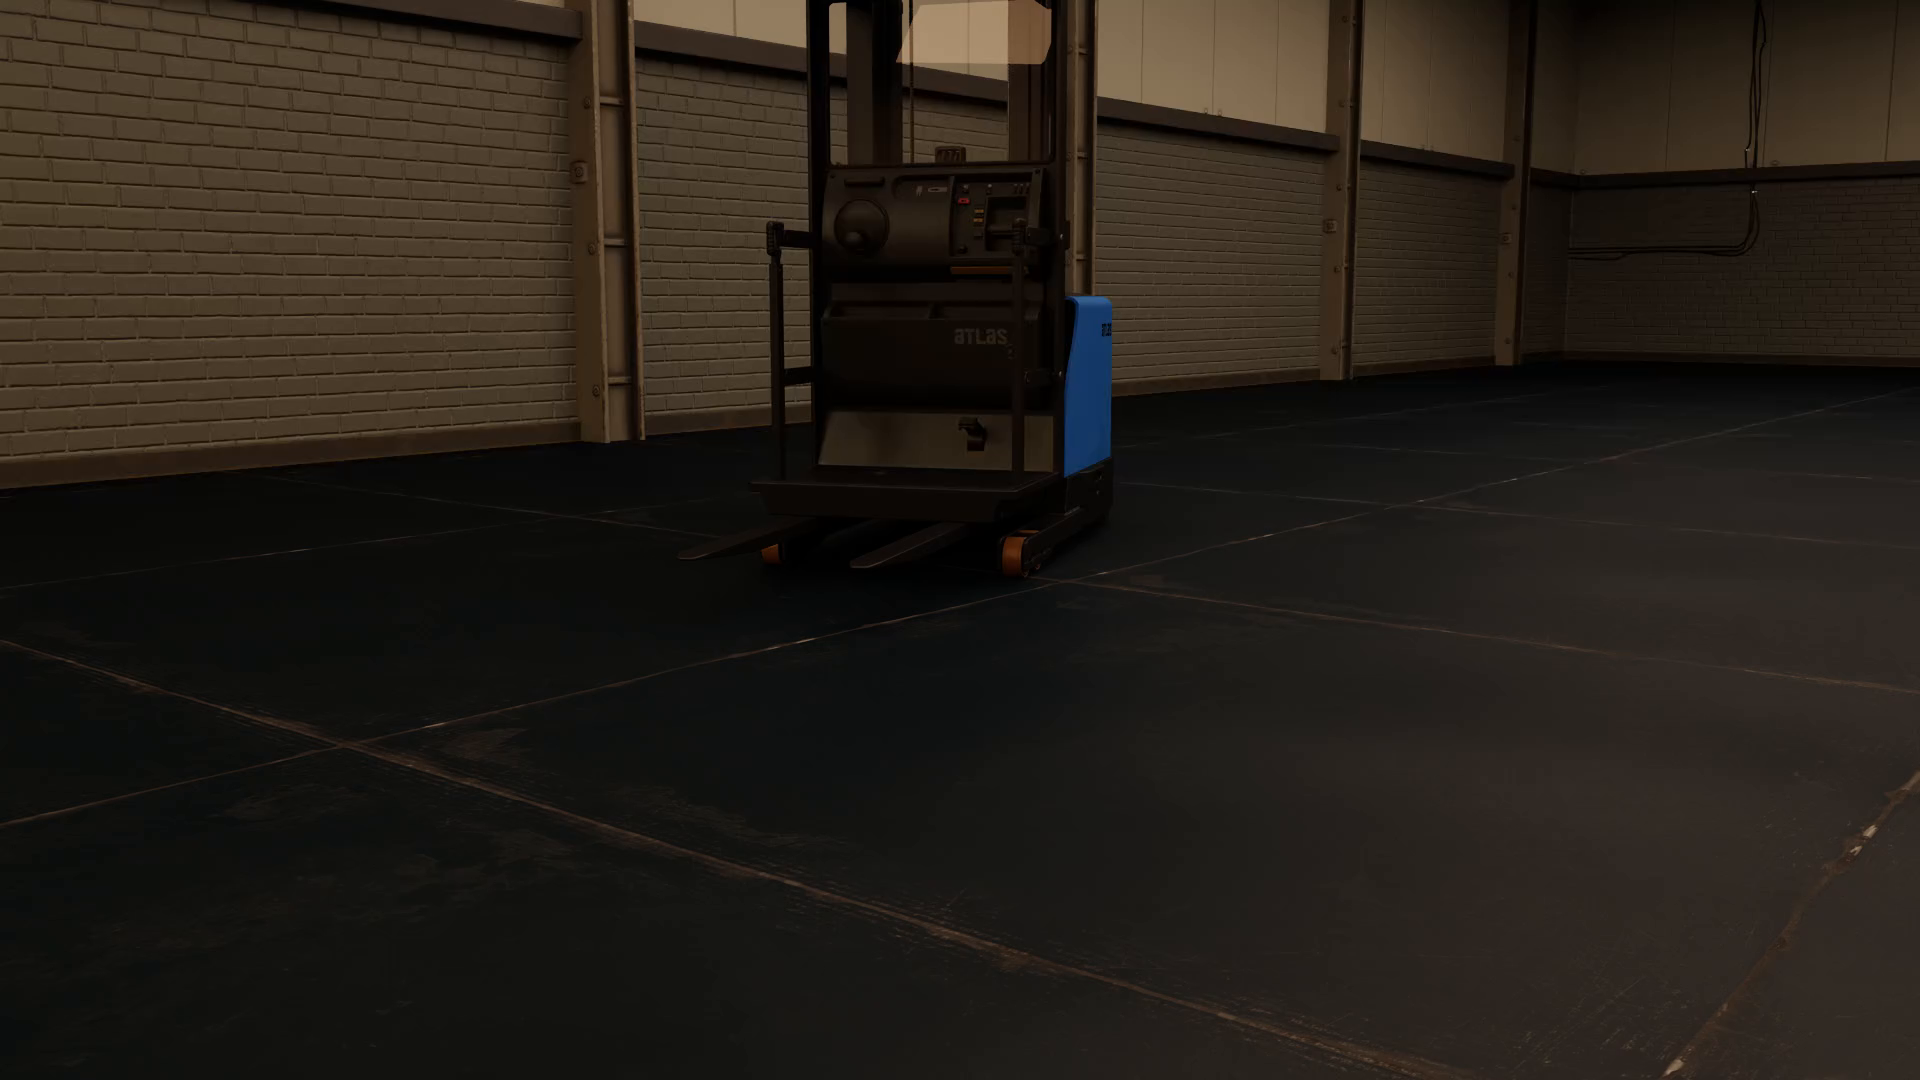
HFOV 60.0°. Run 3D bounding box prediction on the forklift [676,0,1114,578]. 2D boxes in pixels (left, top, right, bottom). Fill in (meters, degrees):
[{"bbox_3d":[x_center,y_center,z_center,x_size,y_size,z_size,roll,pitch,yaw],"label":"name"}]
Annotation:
[{"bbox_3d":[-0.176,-1.366,6.616,1.130,2.935,3.031,3,9,17],"label":"forklift"}]
